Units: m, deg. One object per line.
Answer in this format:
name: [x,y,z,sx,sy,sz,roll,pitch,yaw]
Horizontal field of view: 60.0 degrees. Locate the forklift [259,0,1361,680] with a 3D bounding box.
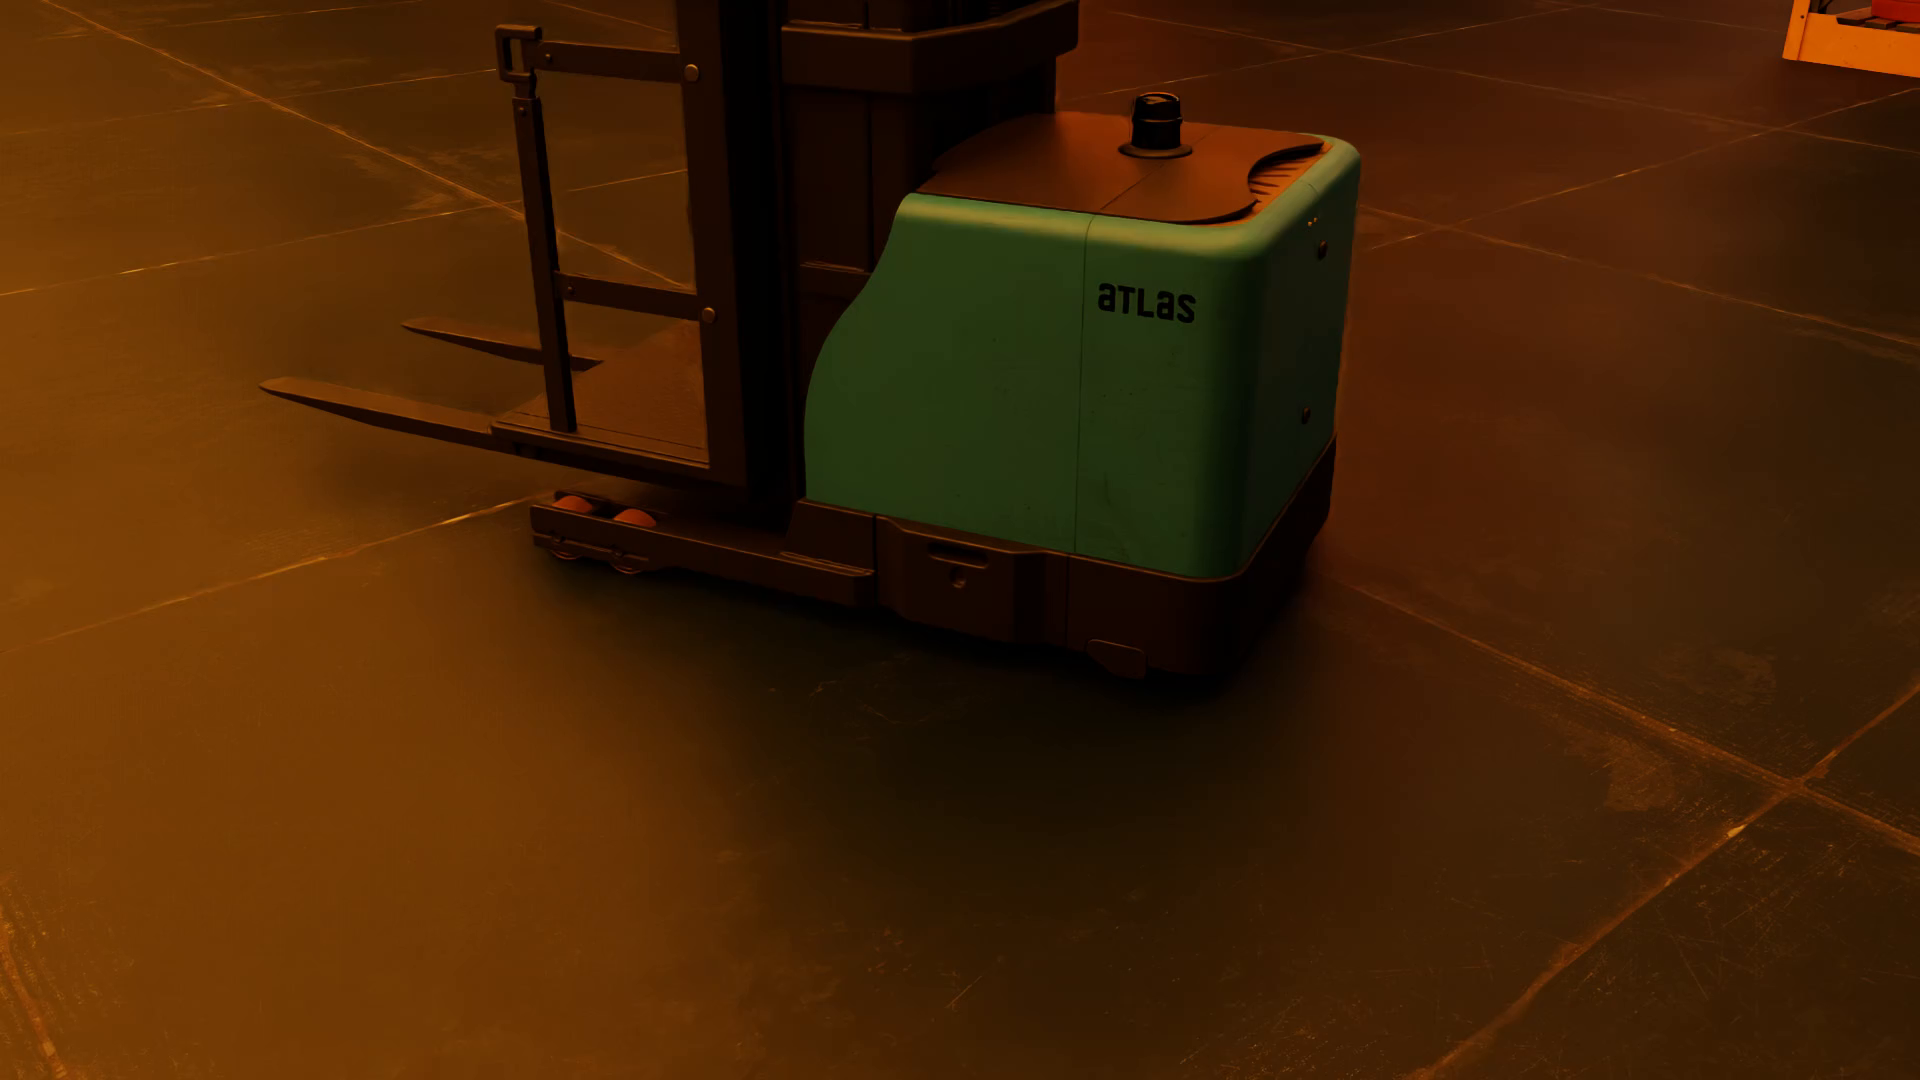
forklift: [-0.566,-1.422,4.070,3.031,2.935,1.130,12,29,22]
